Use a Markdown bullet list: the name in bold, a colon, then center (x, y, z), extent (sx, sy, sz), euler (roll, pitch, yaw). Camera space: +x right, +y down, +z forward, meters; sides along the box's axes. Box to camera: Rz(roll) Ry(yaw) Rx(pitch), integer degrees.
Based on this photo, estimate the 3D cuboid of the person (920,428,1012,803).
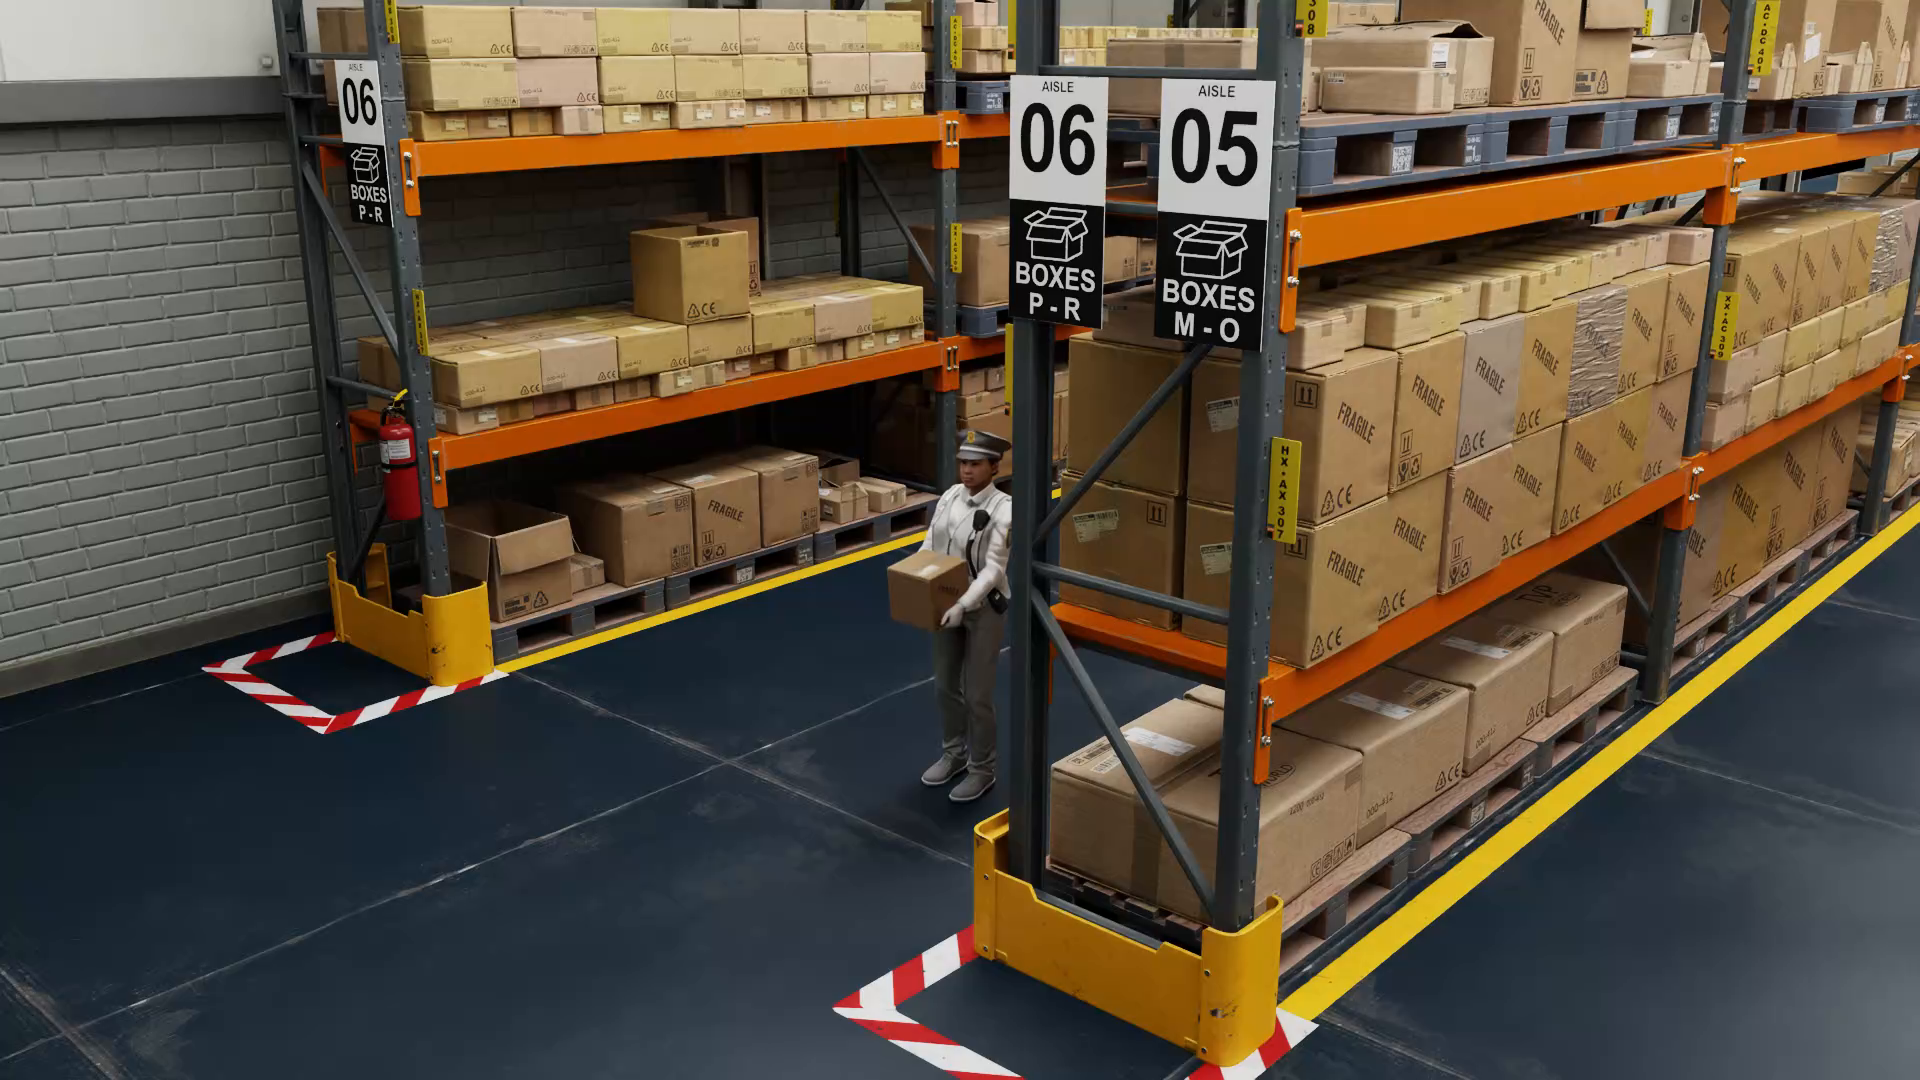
- **person**: center (-0.003, 0.330, 7.430), extent (0.459, 1.686, 0.551), euler (14, 22, 39)
